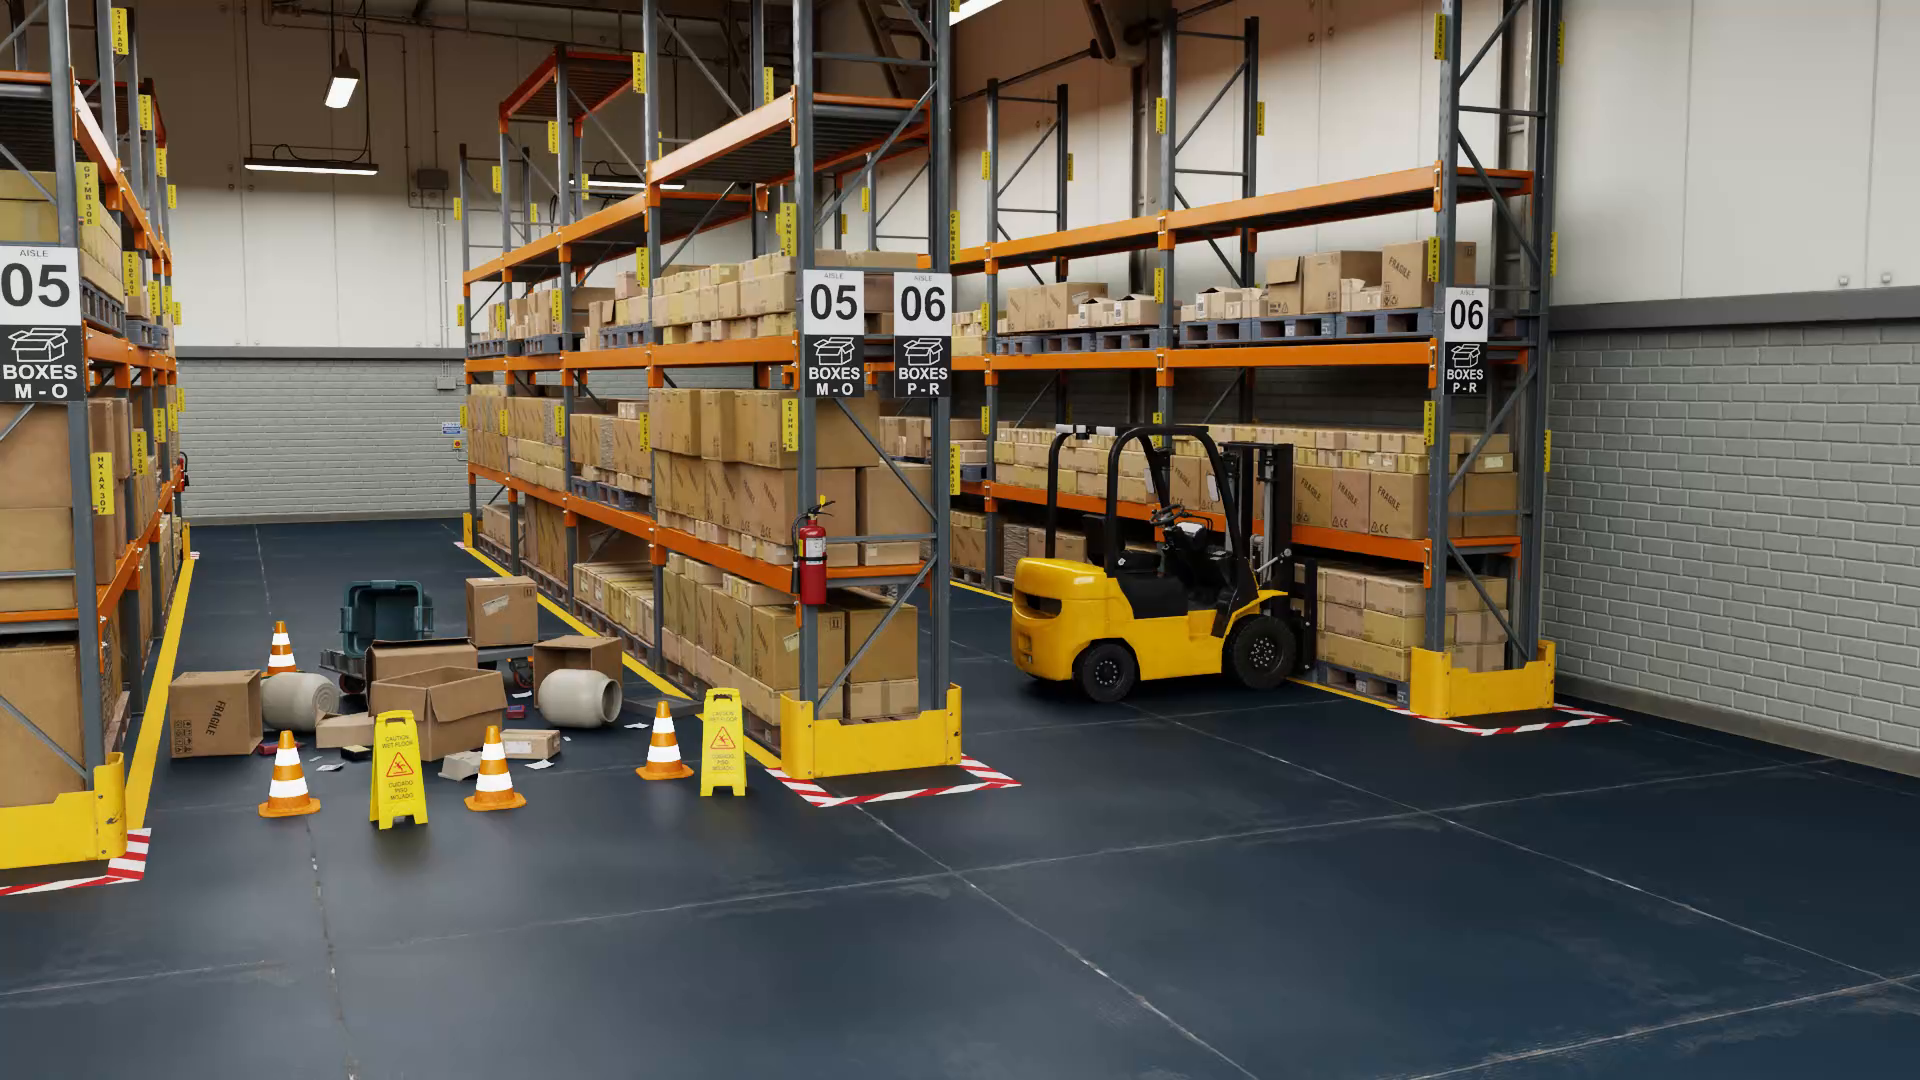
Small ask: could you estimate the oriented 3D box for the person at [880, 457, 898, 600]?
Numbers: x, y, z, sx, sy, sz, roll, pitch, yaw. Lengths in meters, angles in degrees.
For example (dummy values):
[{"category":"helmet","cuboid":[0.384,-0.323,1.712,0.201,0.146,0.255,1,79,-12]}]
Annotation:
[{"category":"person","cuboid":[-0.847,-0.104,18.690,0.378,1.663,0.537,-3,6,-25]}]
